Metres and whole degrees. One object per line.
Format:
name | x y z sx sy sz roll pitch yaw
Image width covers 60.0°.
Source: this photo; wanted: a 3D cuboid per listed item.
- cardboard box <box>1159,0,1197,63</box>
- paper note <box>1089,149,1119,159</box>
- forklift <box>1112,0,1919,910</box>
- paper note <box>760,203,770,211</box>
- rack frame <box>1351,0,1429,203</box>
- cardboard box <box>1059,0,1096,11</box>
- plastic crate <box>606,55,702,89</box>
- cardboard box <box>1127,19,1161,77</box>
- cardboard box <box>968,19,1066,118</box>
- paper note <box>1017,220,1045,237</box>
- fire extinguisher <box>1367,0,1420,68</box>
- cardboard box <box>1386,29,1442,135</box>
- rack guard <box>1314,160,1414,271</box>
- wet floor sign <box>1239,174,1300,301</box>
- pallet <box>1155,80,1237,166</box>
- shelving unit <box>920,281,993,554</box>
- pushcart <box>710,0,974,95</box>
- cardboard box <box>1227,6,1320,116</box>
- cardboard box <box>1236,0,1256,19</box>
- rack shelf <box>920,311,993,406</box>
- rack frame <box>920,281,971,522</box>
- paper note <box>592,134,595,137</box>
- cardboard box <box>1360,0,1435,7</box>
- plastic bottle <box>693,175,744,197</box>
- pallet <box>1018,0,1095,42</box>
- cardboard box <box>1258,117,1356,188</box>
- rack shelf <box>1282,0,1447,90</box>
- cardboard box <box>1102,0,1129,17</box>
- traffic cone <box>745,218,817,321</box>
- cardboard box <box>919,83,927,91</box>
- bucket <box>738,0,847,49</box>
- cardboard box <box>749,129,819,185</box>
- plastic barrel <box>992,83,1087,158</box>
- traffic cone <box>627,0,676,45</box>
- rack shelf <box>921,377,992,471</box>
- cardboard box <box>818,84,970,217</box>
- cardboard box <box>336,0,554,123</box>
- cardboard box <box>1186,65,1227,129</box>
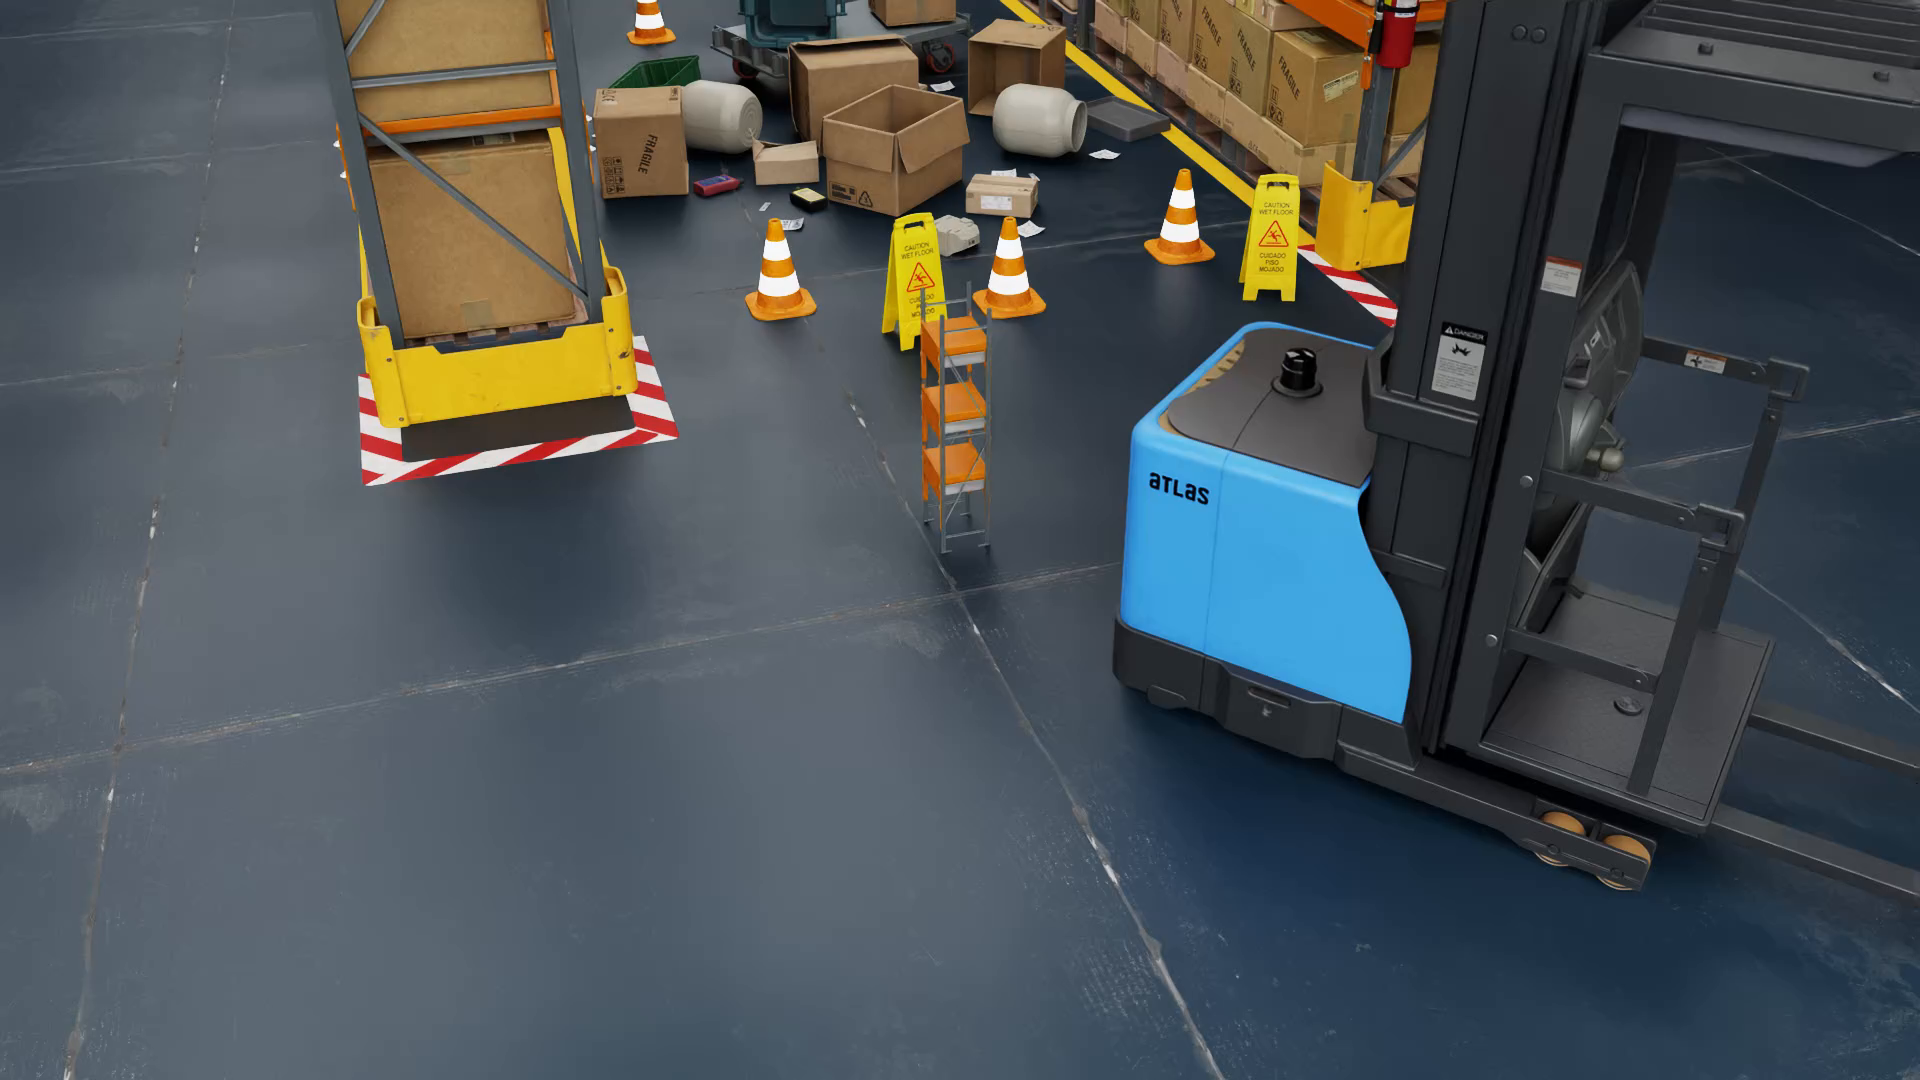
cardboard box | 1.601 -3.368 10.560 0.500 0.500 0.500 -8 34 -12
paper note | 0.904 -2.408 10.366 0.142 0.019 0.148 -23 40 -31
forklift | 2.062 -0.482 4.821 3.031 2.935 1.130 19 38 26
paper note | -1.135 -1.940 9.677 0.032 0.001 0.123 7 34 10
rack frame | 2.567 -2.834 8.318 1.000 3.000 0.127 -10 35 -15
cardboard box | 1.185 -4.288 12.521 0.950 0.372 0.625 -10 35 -14
plastic crate | -2.036 -3.029 11.111 0.450 0.188 0.662 -2 32 16
cardboard box | 1.443 -3.329 11.180 0.500 0.250 0.500 -8 34 -12
cardboard box | 0.378 -3.101 10.987 0.500 0.500 0.500 13 36 18
paper note | 0.383 -1.757 9.381 0.148 0.019 0.142 -23 40 -31
fire extinguisher | 2.163 -2.664 8.131 0.296 0.674 0.183 -10 35 -15
cardboard box | 2.577 -2.657 9.484 0.500 0.500 0.500 -11 35 -16
rack guard | 2.544 -1.831 9.068 1.175 0.500 0.348 -10 35 -15
wet floor sign | 1.606 -1.572 8.544 0.267 0.644 0.232 1 33 2
pallet | 1.961 -2.783 10.769 1.003 0.211 1.213 -10 35 -15
shelving unit | -0.016 -0.466 6.503 0.215 1.050 0.252 -10 35 -15
pushcart | -0.809 -3.431 11.599 1.648 0.377 0.936 -23 40 -31
cardboard box | 1.912 -2.825 9.738 0.500 0.500 0.500 -9 34 -13
cardboard box | 1.825 -3.136 9.620 0.380 0.149 0.250 -9 35 -14
rack shelf | -0.016 -0.694 6.352 0.215 0.259 0.240 -10 35 -15
rack frame | -0.054 -0.530 6.600 0.200 1.050 0.008 -10 35 -15
paper note | -2.269 -2.610 10.671 0.142 0.020 0.147 19 38 26
cardboard box | 2.249 -2.890 8.630 0.380 0.149 0.250 -9 34 -13
plastic bottle | -1.432 -2.117 9.898 0.283 0.061 0.133 -23 40 -31
pallet | 1.108 -4.179 12.883 1.003 0.211 1.213 -10 35 -15
cardboard box | 2.057 -2.254 9.553 0.500 0.250 0.500 -10 35 -15
rack shelf | 1.957 -3.584 10.106 1.077 0.370 4.000 -10 35 -15
cardboard box | 1.270 -3.920 11.394 0.500 0.500 0.500 -8 34 -12
traffic cone | -0.926 -1.408 8.461 0.336 0.463 0.334 -10 35 -15
cardboard box | -0.449 -3.005 11.057 0.396 0.266 0.258 19 38 26
bucket | -1.099 -3.633 11.118 0.726 0.611 0.620 1 23 2
cardboard box | -1.058 -2.315 10.013 0.396 0.266 0.258 -4 34 -6
plastic barrel | 0.495 -2.589 10.284 0.512 0.421 0.421 13 36 18
traffic cone | -2.307 -3.948 12.306 0.336 0.463 0.334 -10 35 -15
rack shelf | -0.016 -0.457 6.509 0.215 0.259 0.240 -10 35 -15
cardboard box | -0.380 -2.289 9.758 0.637 0.503 0.797 19 38 26
cardboard box | -2.273 -2.198 7.220 0.875 0.550 0.550 -10 35 -15
cardboard box | 1.749 -2.788 10.362 0.500 0.250 0.500 -11 35 -16
